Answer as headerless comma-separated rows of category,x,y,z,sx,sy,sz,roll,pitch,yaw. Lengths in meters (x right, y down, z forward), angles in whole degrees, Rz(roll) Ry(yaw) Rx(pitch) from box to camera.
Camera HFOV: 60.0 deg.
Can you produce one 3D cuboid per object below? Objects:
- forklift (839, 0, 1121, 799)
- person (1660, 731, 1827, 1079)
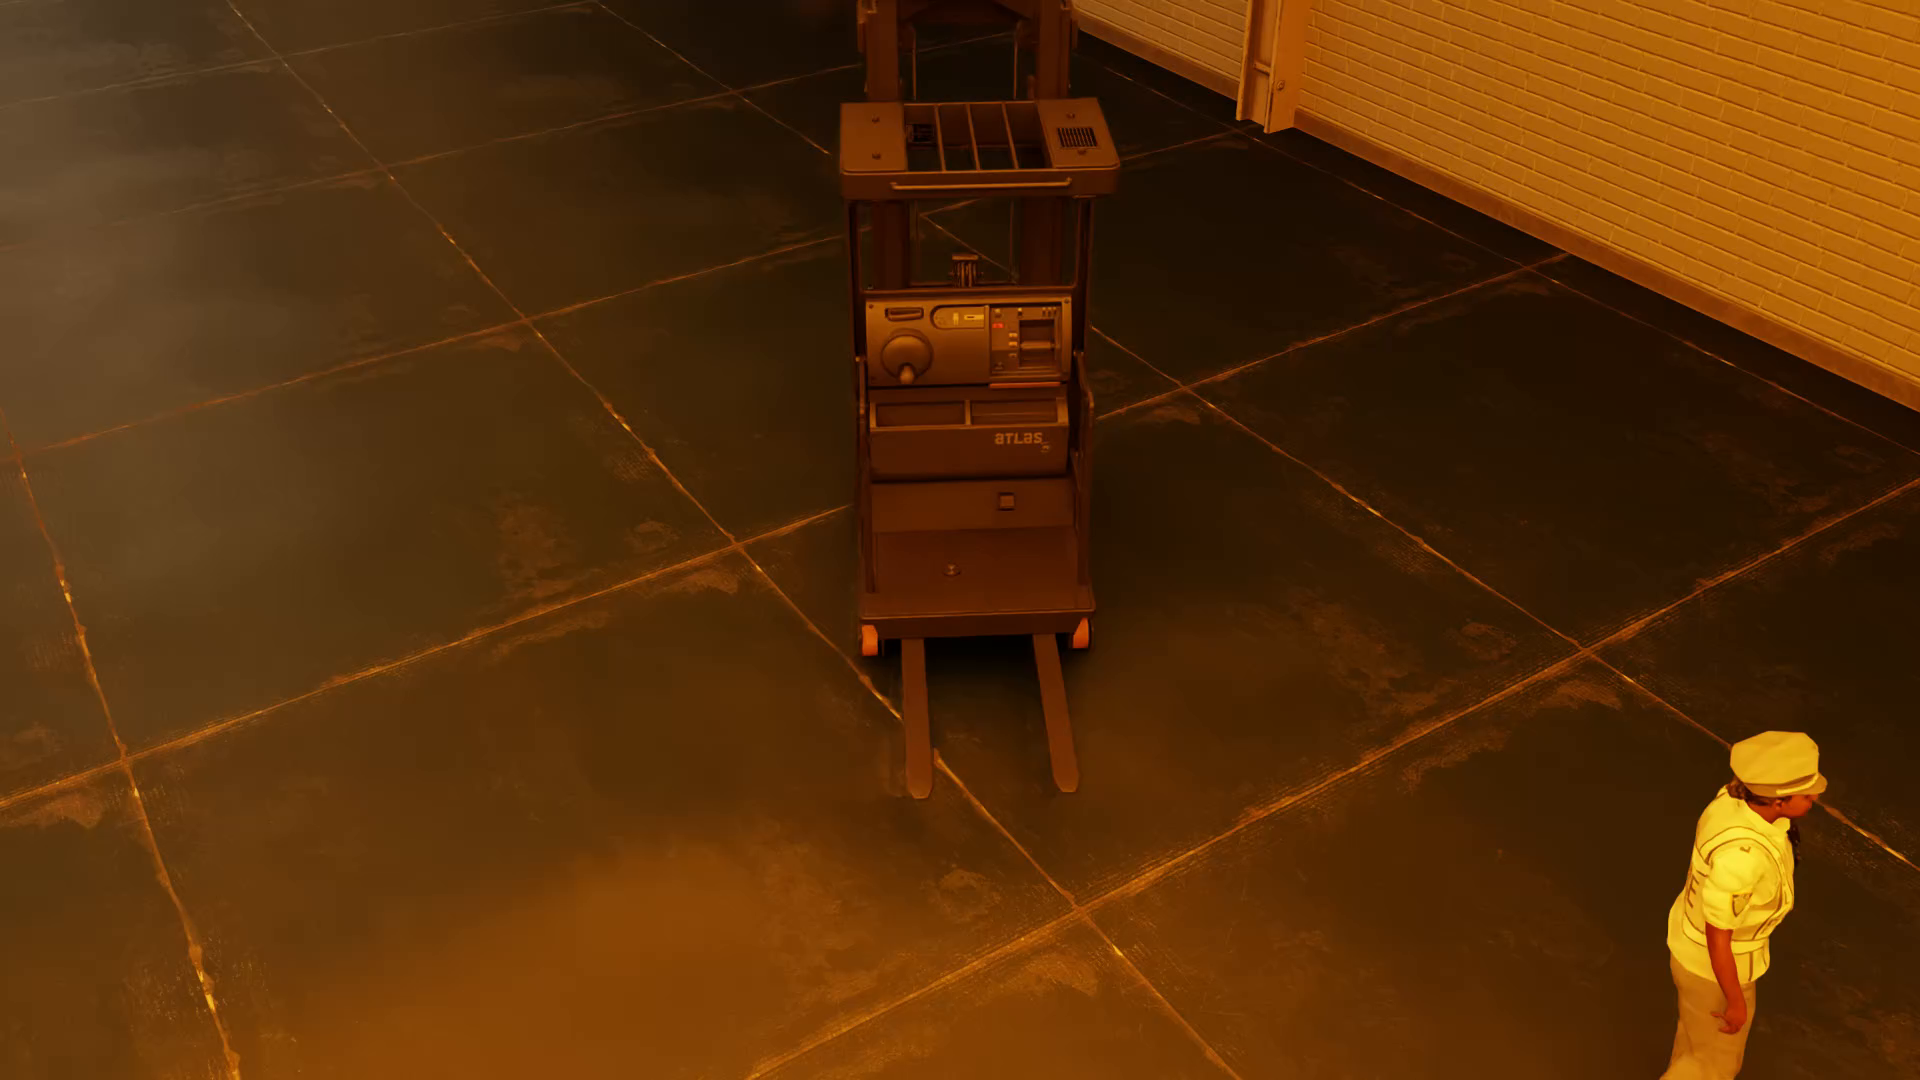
forklift,0.056,-0.840,7.342,1.130,2.935,3.031,-2,35,-3
person,2.499,1.334,5.353,0.460,1.712,0.532,14,38,19
